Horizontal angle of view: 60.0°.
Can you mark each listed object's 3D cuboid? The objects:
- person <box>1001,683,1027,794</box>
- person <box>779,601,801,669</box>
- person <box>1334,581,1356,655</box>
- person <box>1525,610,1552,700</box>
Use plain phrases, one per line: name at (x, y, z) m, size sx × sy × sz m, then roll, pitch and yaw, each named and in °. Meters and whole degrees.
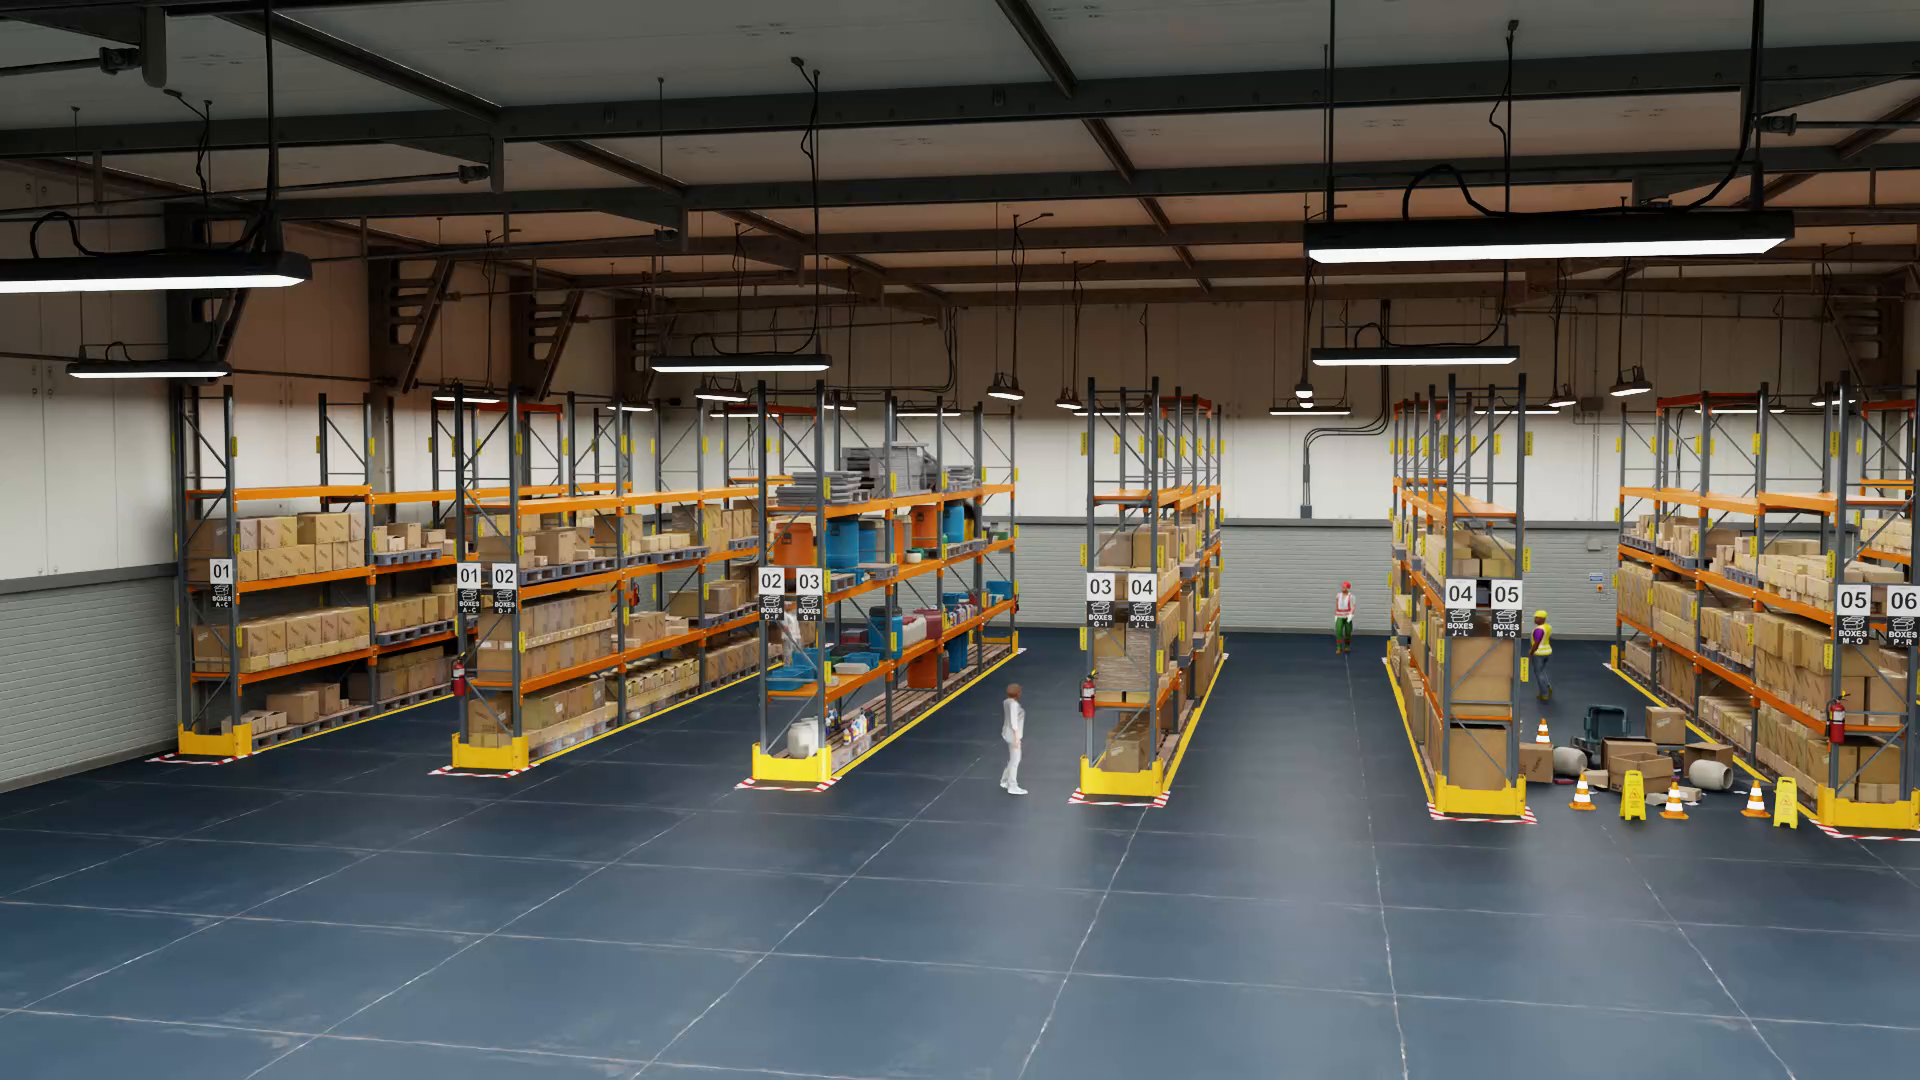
person at (0.776, 2.875, 24.050) m, size 0.334 × 1.626 × 0.498 m, roll -1°, pitch 3°, yaw -13°
person at (-3.509, 2.122, 34.676) m, size 0.643 × 1.811 × 0.597 m, roll 2°, pitch 4°, yaw 33°
person at (9.247, 1.866, 39.952) m, size 0.521 × 1.733 × 1.013 m, roll 1°, pitch 3°, yaw 16°
person at (11.471, 2.265, 32.912) m, size 0.628 × 1.759 × 0.504 m, roll -2°, pitch 4°, yaw -26°
